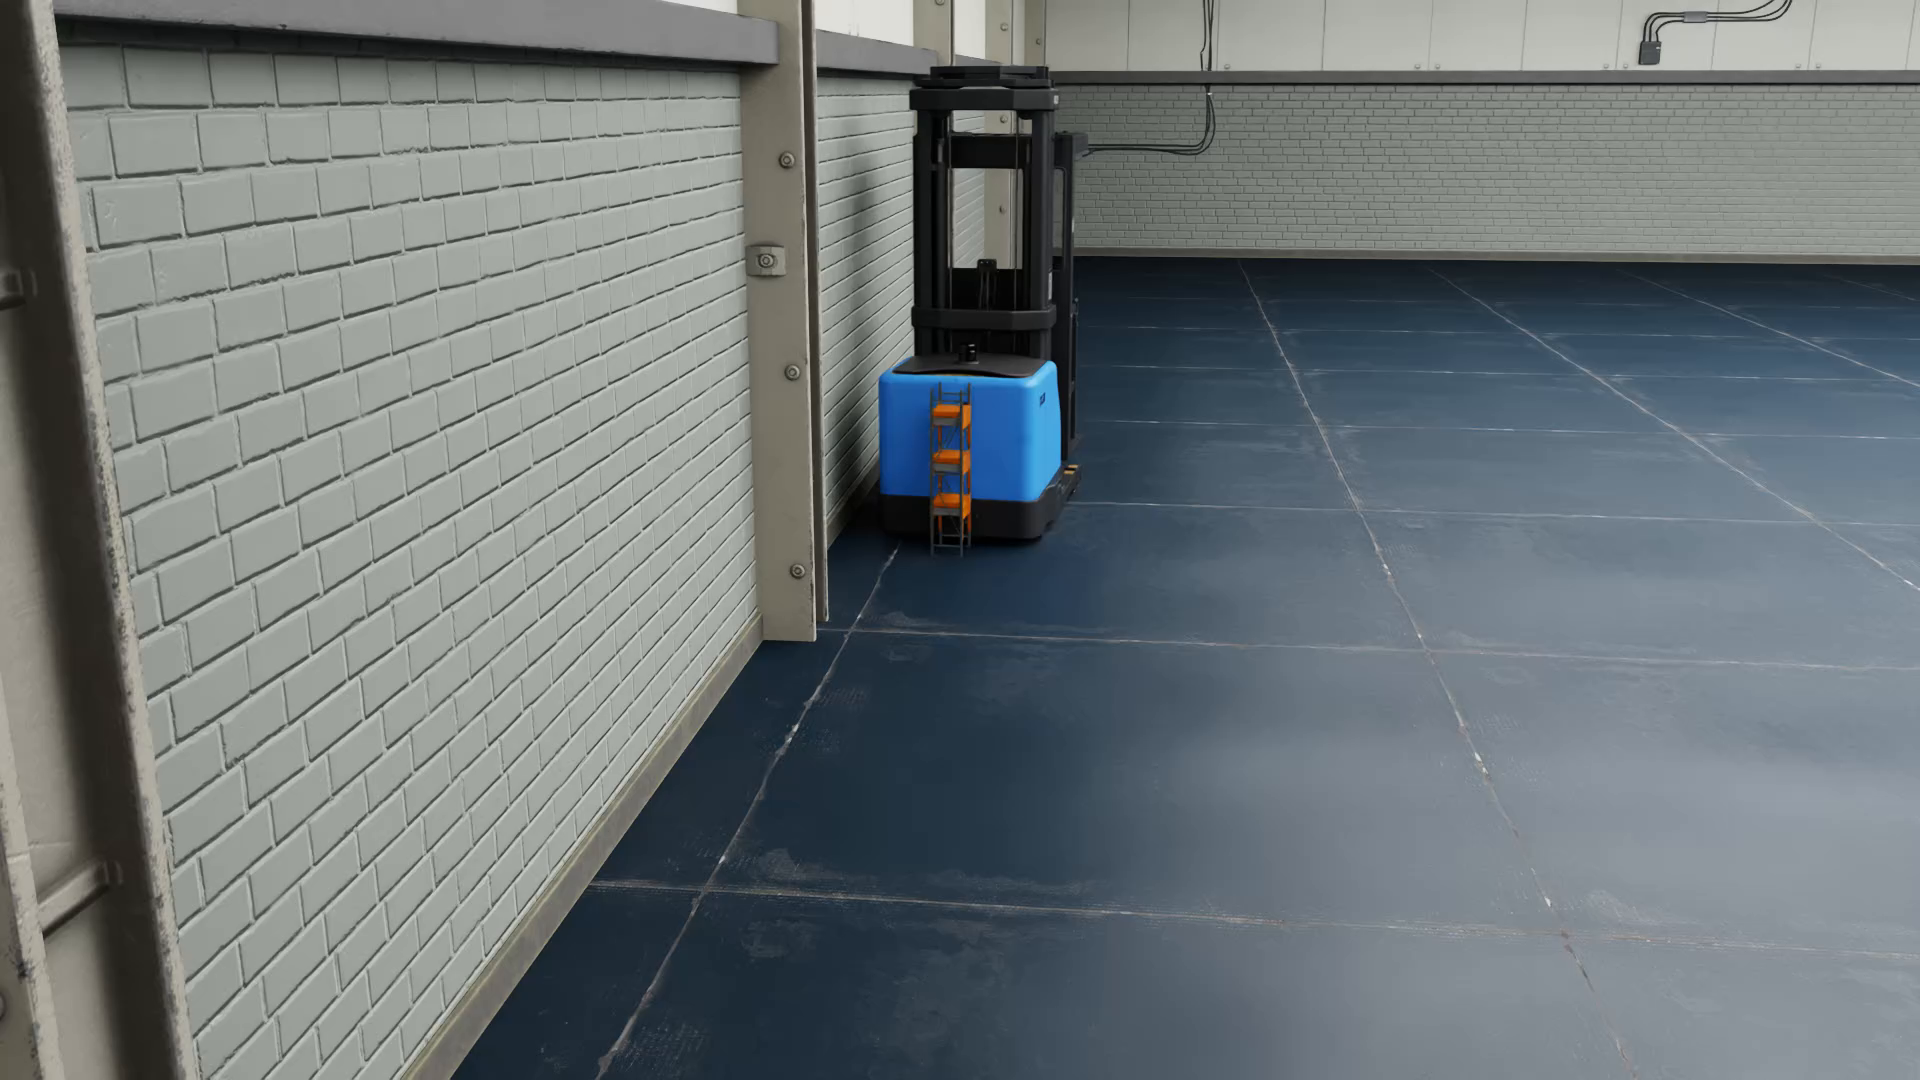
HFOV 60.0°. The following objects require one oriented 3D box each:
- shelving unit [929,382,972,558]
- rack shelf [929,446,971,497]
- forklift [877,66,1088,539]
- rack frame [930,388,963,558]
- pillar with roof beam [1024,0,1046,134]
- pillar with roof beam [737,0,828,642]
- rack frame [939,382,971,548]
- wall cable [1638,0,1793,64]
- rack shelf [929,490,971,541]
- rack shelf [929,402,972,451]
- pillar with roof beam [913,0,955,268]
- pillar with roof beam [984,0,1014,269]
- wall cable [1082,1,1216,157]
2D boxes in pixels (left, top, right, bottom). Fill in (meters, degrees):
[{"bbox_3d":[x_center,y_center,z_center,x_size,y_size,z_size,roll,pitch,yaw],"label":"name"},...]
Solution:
[{"bbox_3d":[-0.058,-0.432,10.249,0.215,1.050,0.252,3,15,11],"label":"shelving unit"},{"bbox_3d":[-0.058,-0.422,10.252,0.215,0.259,0.240,3,15,11],"label":"rack shelf"},{"bbox_3d":[0.276,-1.761,11.559,1.130,2.935,3.031,3,15,11],"label":"forklift"},{"bbox_3d":[-0.083,-0.401,10.134,0.200,1.050,0.008,3,15,11],"label":"rack frame"},{"bbox_3d":[5.416,-8.411,24.526,9.100,9.000,0.400,2,15,6],"label":"pillar with roof beam"},{"bbox_3d":[3.384,-3.742,7.261,9.100,9.000,0.400,2,15,6],"label":"pillar with roof beam"},{"bbox_3d":[-0.034,-0.463,10.365,0.200,1.050,0.008,3,15,11],"label":"rack frame"},{"bbox_3d":[12.215,-10.620,26.184,2.305,6.003,0.169,2,15,6],"label":"wall cable"},{"bbox_3d":[-0.058,-0.154,10.325,0.215,0.259,0.240,3,15,11],"label":"rack shelf"},{"bbox_3d":[-0.058,-0.696,10.178,0.215,0.259,0.240,3,15,11],"label":"rack shelf"},{"bbox_3d":[4.061,-5.298,13.016,9.100,9.000,0.400,2,15,6],"label":"pillar with roof beam"},{"bbox_3d":[4.738,-6.854,18.771,9.100,9.000,0.400,2,15,6],"label":"pillar with roof beam"},{"bbox_3d":[2.784,-7.764,28.082,3.097,2.526,0.112,2,15,6],"label":"wall cable"}]
